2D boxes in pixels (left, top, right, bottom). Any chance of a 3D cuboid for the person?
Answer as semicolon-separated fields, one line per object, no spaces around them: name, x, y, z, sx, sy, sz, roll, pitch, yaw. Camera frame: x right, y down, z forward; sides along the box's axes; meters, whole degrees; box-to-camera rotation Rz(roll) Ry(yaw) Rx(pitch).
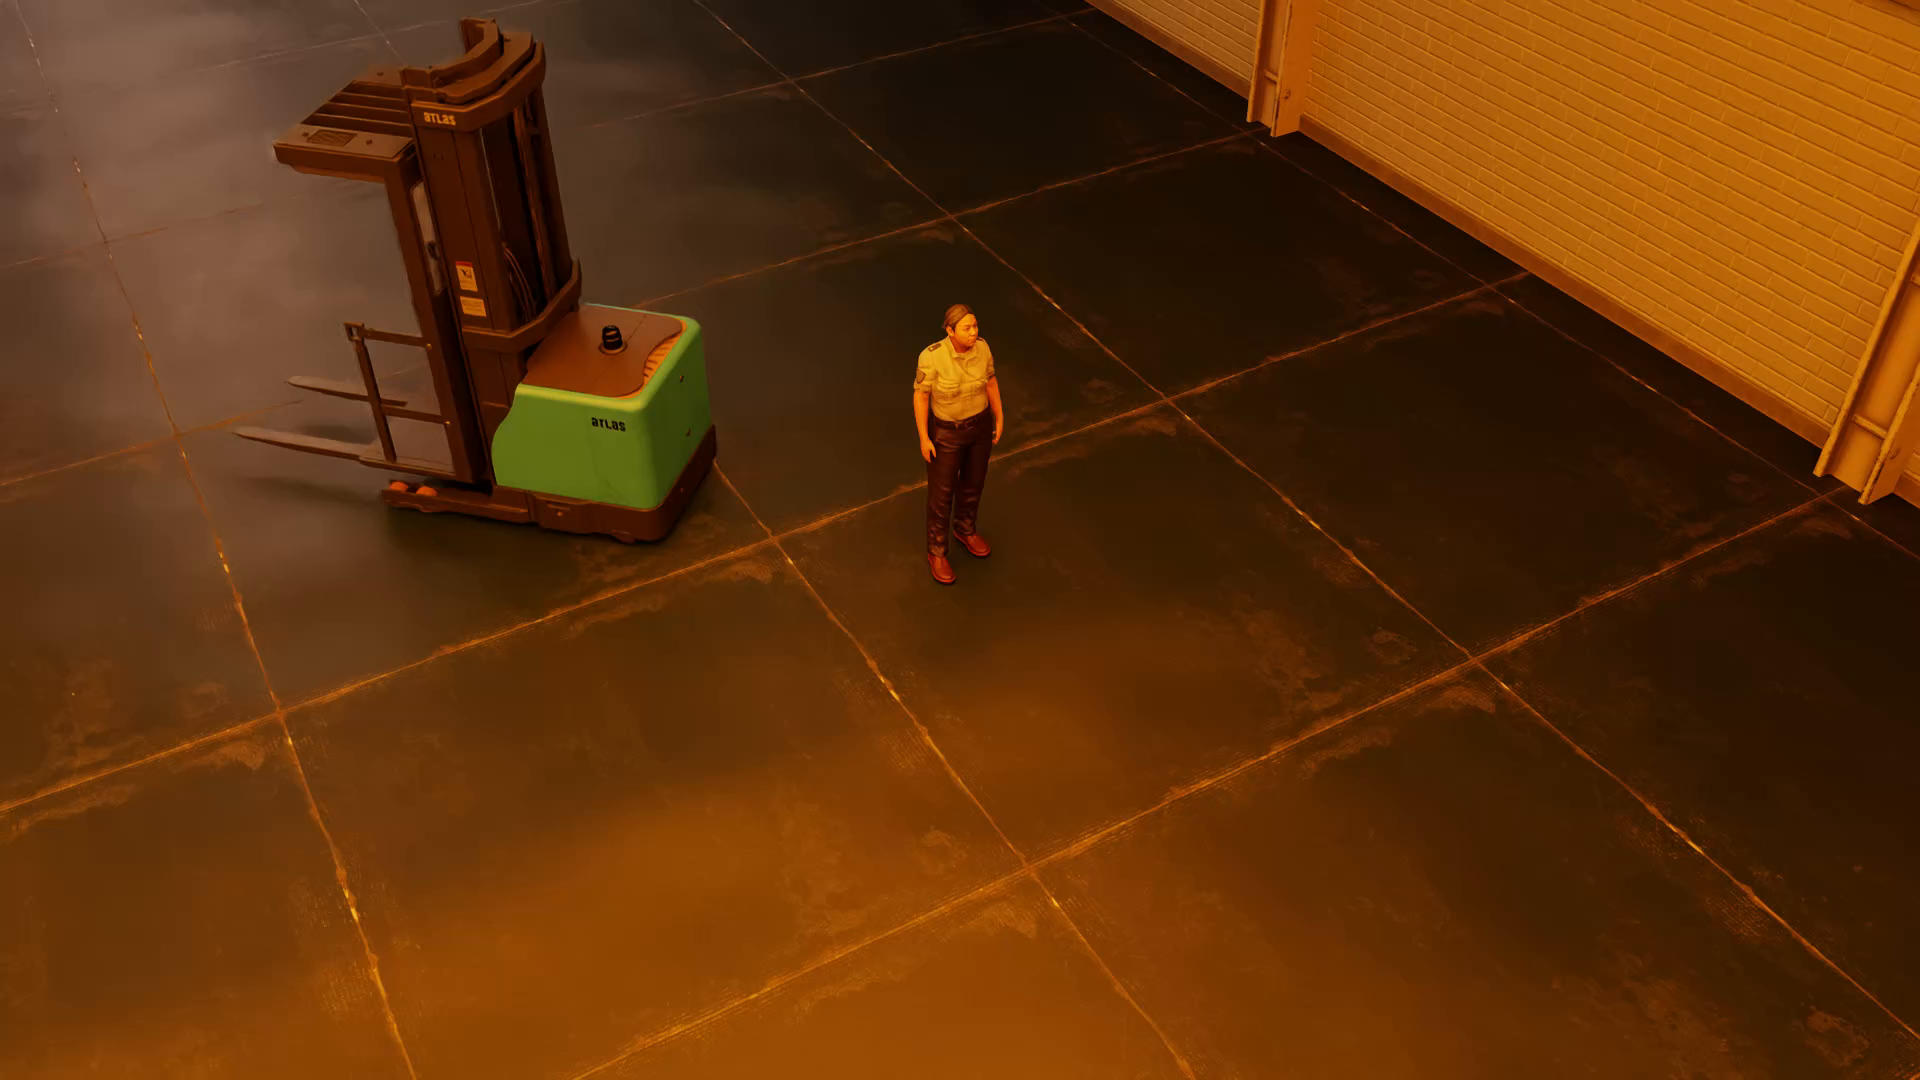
person;0.025;-0.583;9.733;0.599;1.650;0.503;-20;44;-23

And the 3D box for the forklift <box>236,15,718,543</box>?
forklift;-3.166;-1.617;9.985;3.031;2.935;1.130;9;41;11
